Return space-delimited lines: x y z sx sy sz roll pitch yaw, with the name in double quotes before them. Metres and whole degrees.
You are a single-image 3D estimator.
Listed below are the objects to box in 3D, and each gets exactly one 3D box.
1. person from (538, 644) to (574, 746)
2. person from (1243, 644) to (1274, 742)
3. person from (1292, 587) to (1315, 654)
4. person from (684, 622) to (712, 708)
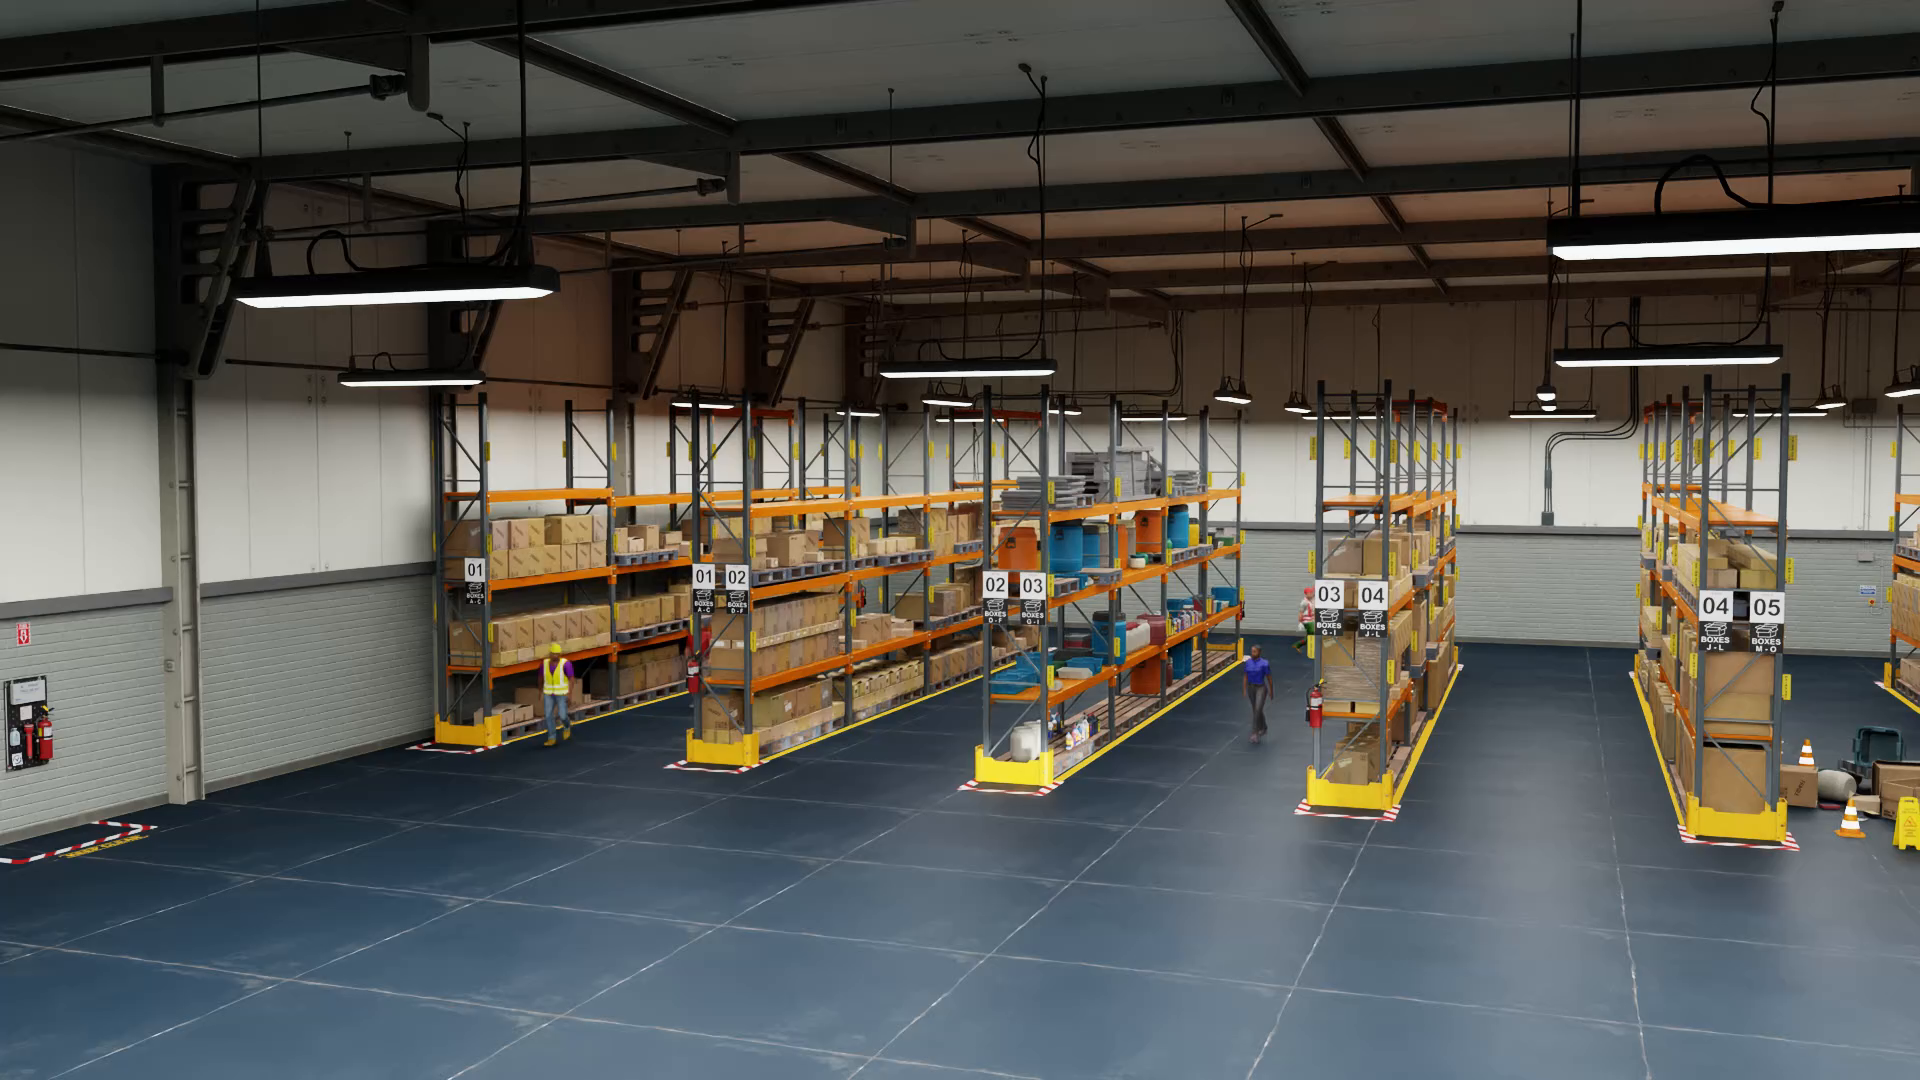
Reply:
"person" -6.908 2.623 28.462 0.642 1.743 0.667 0 3 1
"person" 5.155 2.637 28.945 0.489 1.612 0.867 3 4 44
"person" 8.543 1.996 40.609 1.013 1.683 0.530 2 4 37
"person" -5.106 2.417 32.724 0.634 1.713 0.609 0 3 8
